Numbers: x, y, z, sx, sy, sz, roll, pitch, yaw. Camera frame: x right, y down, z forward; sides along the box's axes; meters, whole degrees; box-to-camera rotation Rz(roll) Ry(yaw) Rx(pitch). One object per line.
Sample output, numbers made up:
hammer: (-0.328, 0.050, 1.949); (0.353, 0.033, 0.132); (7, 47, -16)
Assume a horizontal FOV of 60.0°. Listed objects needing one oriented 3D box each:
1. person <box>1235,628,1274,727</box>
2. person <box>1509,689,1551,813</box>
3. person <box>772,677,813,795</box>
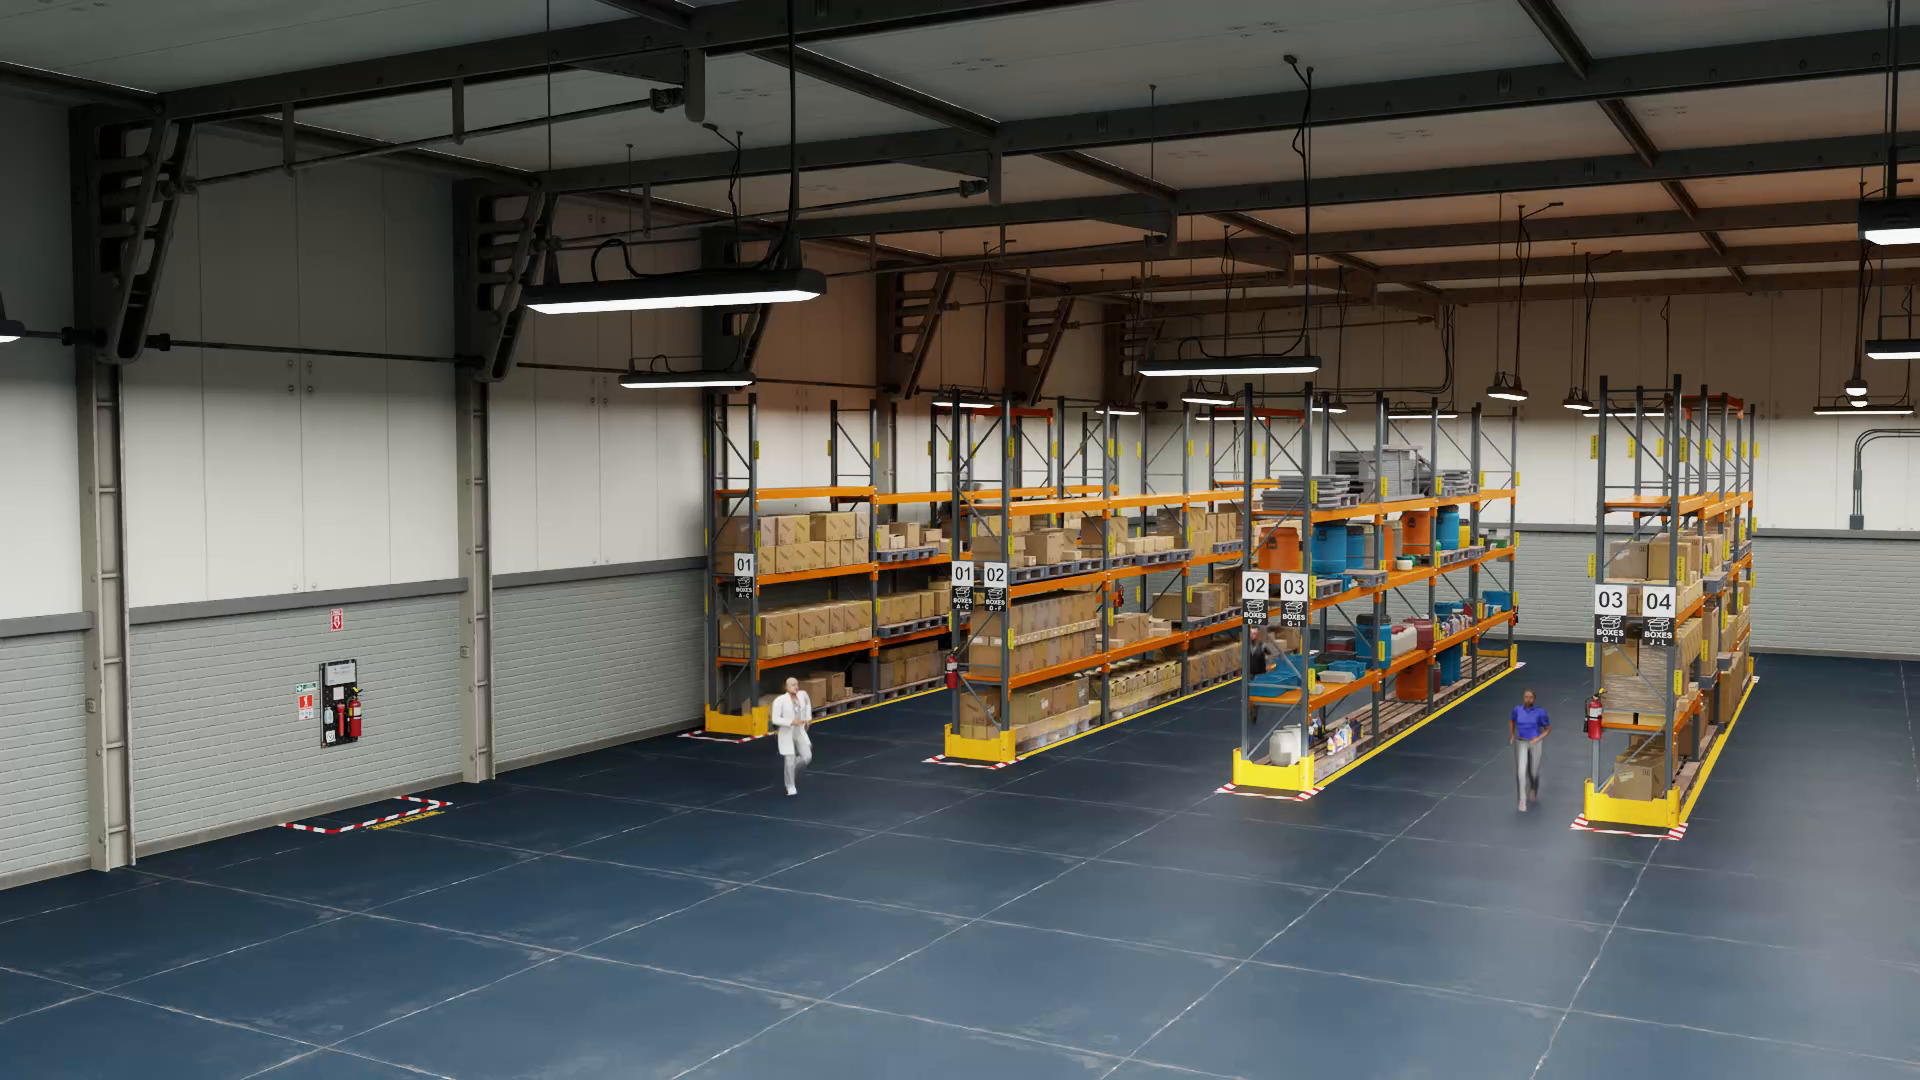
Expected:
person: (5.392, 2.491, 30.509); (0.676, 1.748, 0.854); (1, 3, 22)
person: (7.973, 2.927, 23.311); (0.577, 1.699, 0.834); (1, 3, 25)
person: (-2.378, 2.830, 23.975); (0.737, 1.712, 0.705); (-2, 4, -35)
